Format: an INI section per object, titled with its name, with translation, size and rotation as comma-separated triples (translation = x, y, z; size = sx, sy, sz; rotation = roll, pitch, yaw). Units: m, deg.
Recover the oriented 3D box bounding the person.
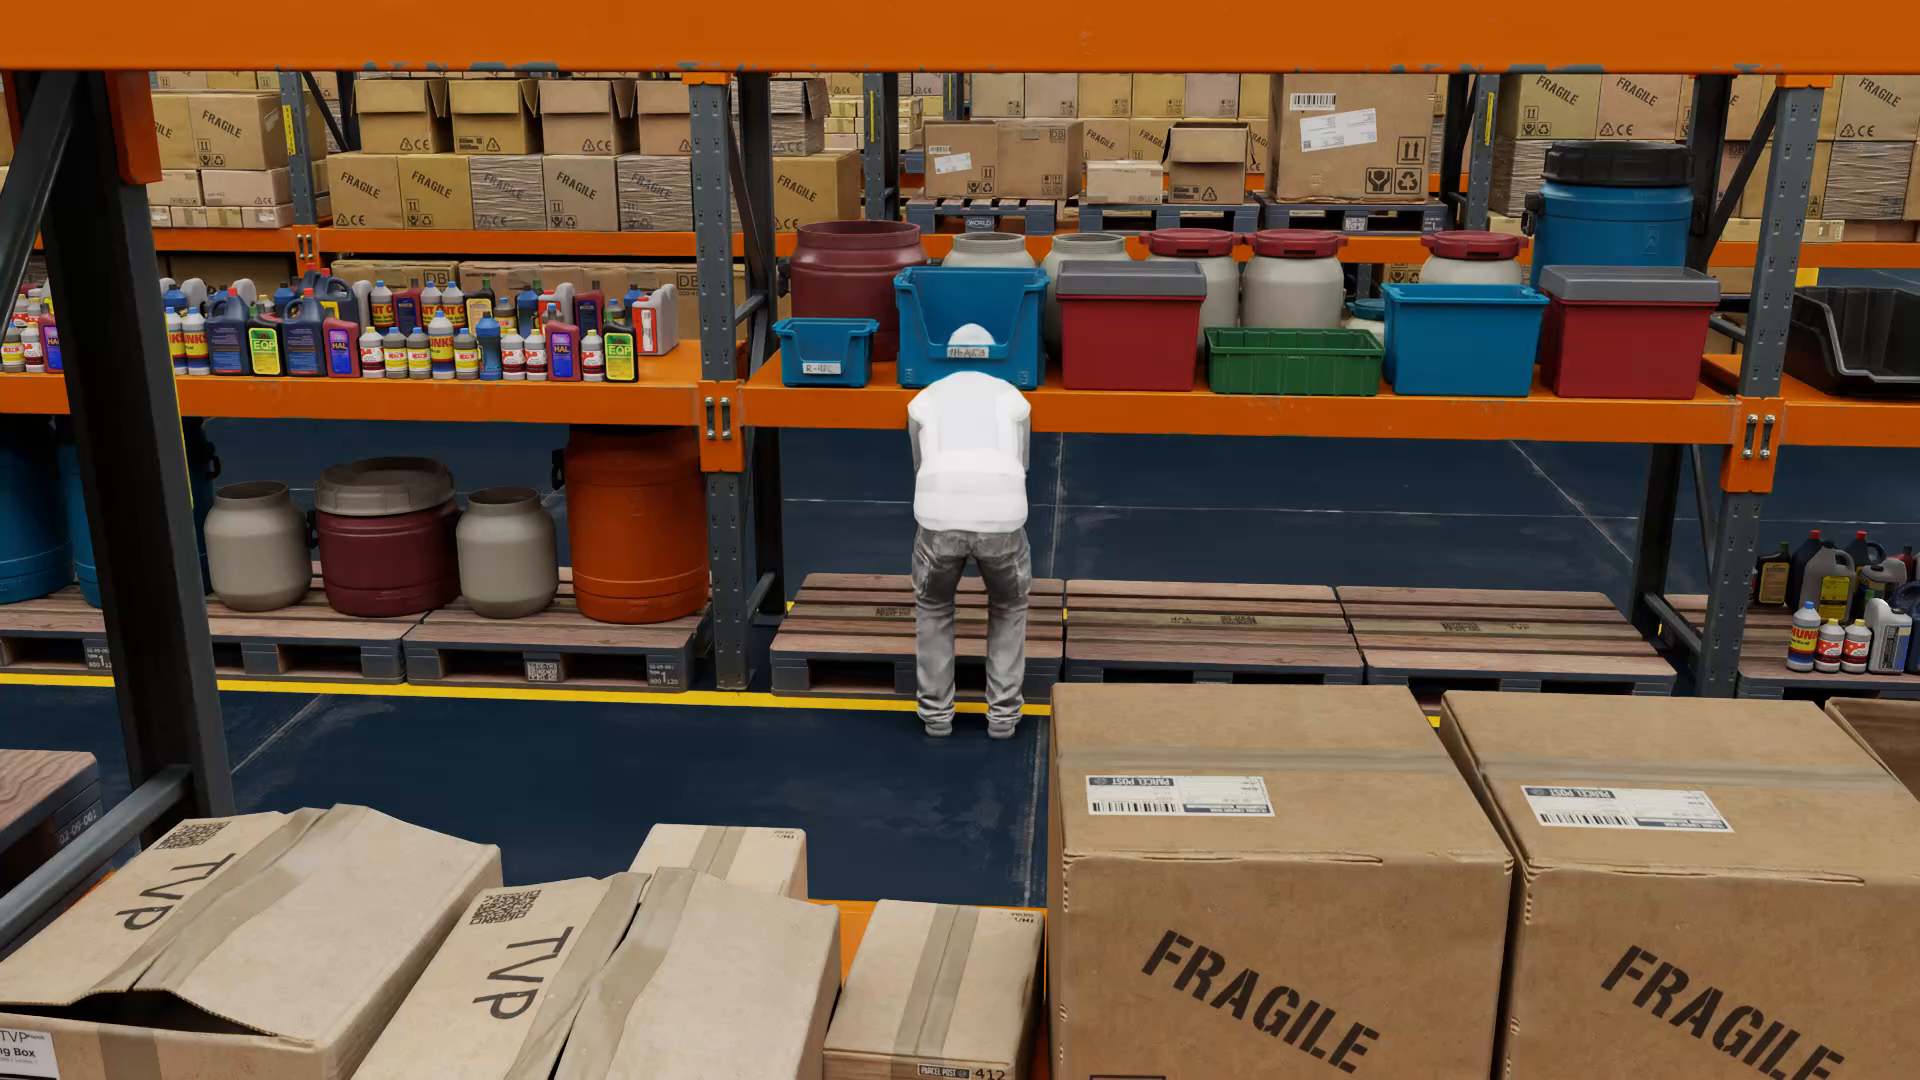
[person]
translation = 0.040, -0.042, 6.559
size = 0.492, 1.537, 0.822
rotation = 1, 17, 2
